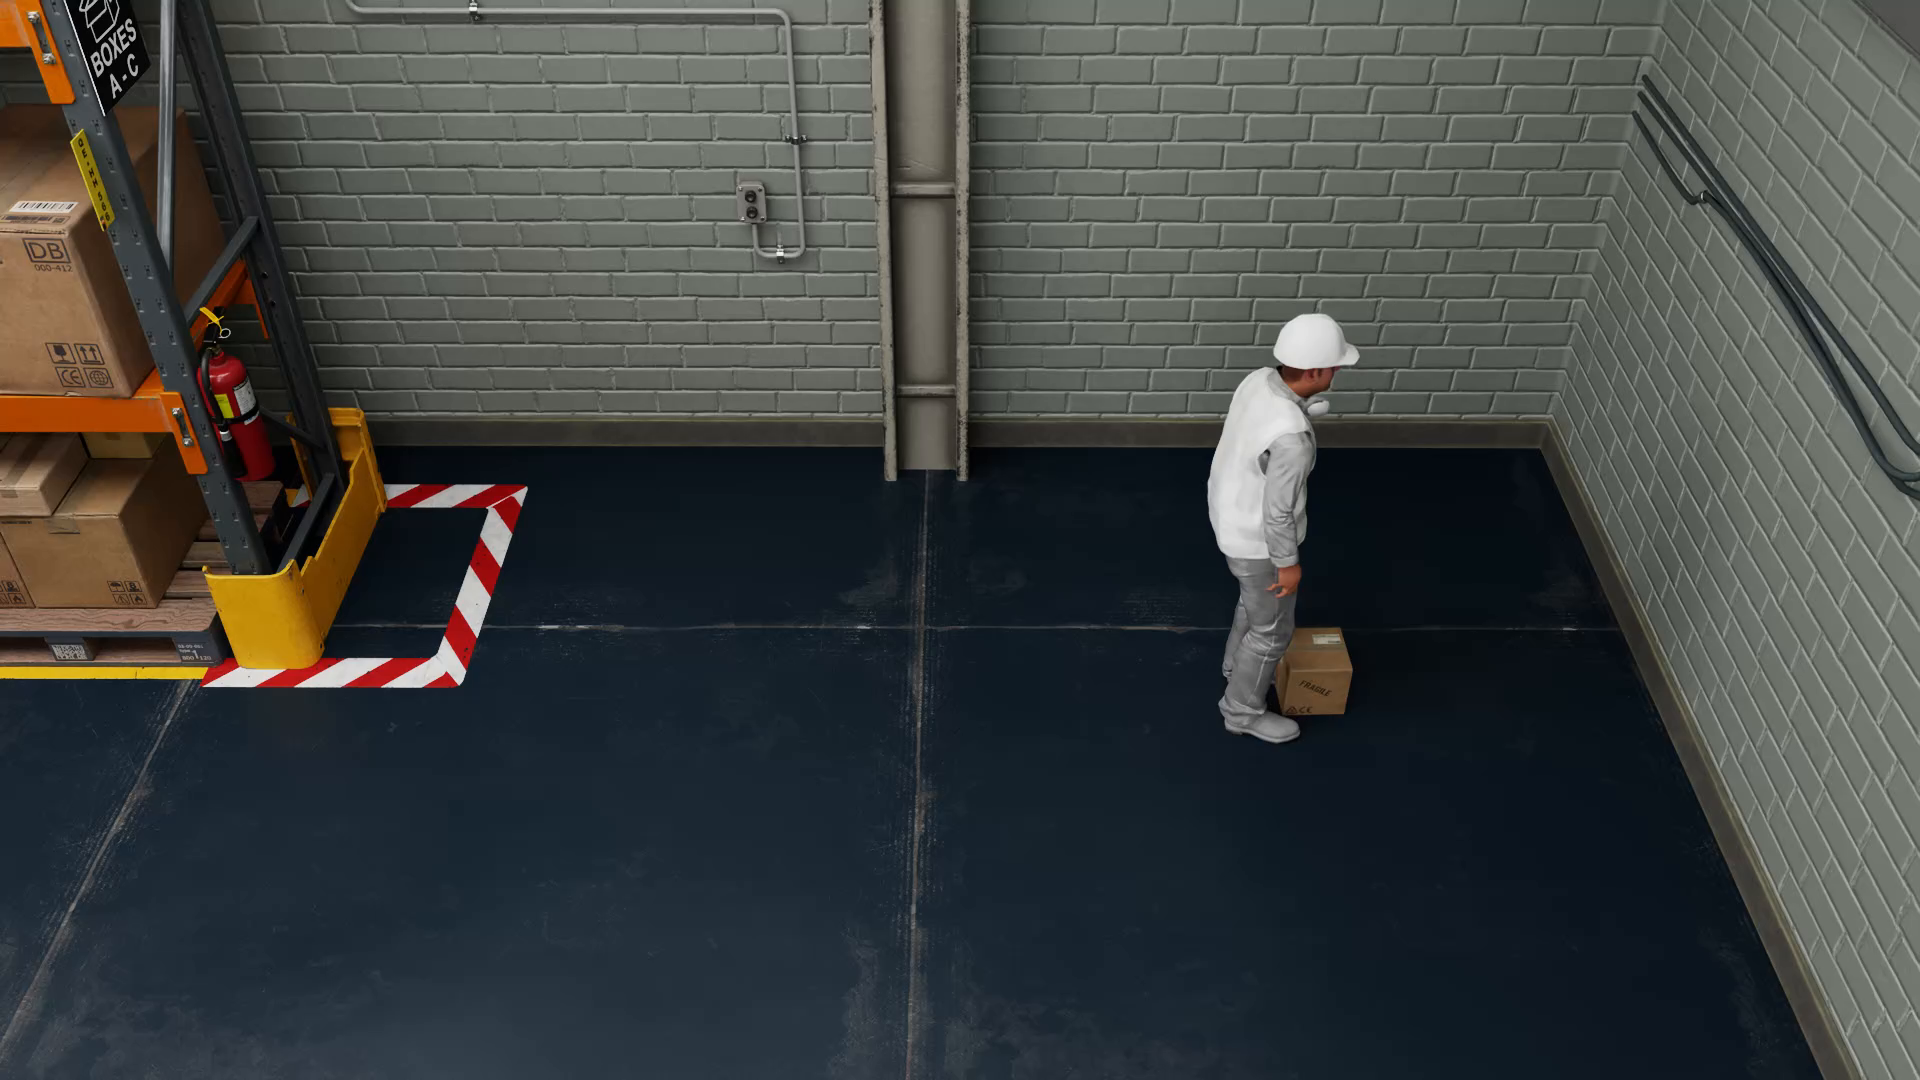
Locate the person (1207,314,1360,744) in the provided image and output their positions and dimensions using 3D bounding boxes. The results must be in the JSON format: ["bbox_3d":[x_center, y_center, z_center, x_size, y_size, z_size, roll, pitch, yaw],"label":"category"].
[{"bbox_3d":[1.156,-0.057,6.205,0.476,1.769,0.582,-2,39,-2],"label":"person"}]
